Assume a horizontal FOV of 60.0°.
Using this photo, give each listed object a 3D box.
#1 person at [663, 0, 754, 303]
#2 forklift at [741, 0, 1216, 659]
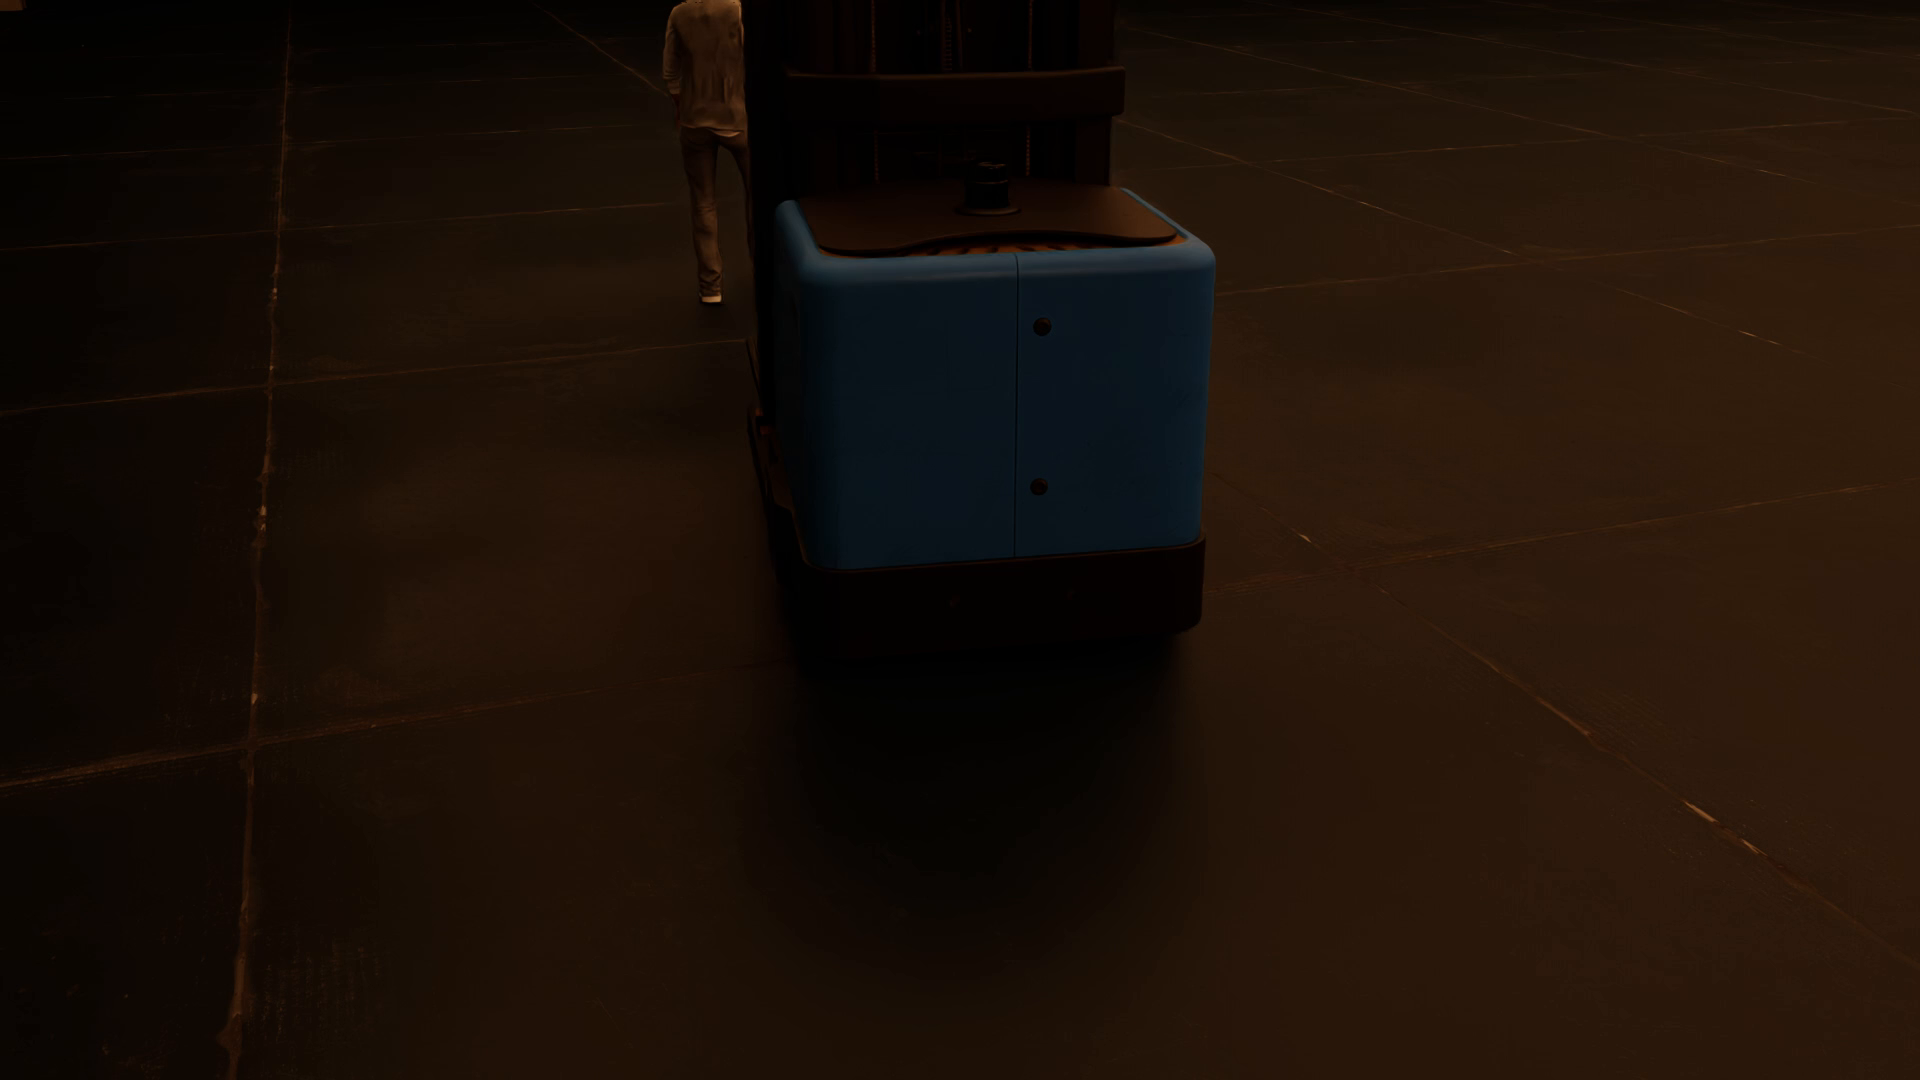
[{"bbox_3d":[-1.077,-1.900,7.591,0.535,1.563,0.637,0,23,0],"label":"person"},{"bbox_3d":[-0.133,-1.592,5.084,1.130,2.935,3.031,-4,23,-10],"label":"forklift"}]
